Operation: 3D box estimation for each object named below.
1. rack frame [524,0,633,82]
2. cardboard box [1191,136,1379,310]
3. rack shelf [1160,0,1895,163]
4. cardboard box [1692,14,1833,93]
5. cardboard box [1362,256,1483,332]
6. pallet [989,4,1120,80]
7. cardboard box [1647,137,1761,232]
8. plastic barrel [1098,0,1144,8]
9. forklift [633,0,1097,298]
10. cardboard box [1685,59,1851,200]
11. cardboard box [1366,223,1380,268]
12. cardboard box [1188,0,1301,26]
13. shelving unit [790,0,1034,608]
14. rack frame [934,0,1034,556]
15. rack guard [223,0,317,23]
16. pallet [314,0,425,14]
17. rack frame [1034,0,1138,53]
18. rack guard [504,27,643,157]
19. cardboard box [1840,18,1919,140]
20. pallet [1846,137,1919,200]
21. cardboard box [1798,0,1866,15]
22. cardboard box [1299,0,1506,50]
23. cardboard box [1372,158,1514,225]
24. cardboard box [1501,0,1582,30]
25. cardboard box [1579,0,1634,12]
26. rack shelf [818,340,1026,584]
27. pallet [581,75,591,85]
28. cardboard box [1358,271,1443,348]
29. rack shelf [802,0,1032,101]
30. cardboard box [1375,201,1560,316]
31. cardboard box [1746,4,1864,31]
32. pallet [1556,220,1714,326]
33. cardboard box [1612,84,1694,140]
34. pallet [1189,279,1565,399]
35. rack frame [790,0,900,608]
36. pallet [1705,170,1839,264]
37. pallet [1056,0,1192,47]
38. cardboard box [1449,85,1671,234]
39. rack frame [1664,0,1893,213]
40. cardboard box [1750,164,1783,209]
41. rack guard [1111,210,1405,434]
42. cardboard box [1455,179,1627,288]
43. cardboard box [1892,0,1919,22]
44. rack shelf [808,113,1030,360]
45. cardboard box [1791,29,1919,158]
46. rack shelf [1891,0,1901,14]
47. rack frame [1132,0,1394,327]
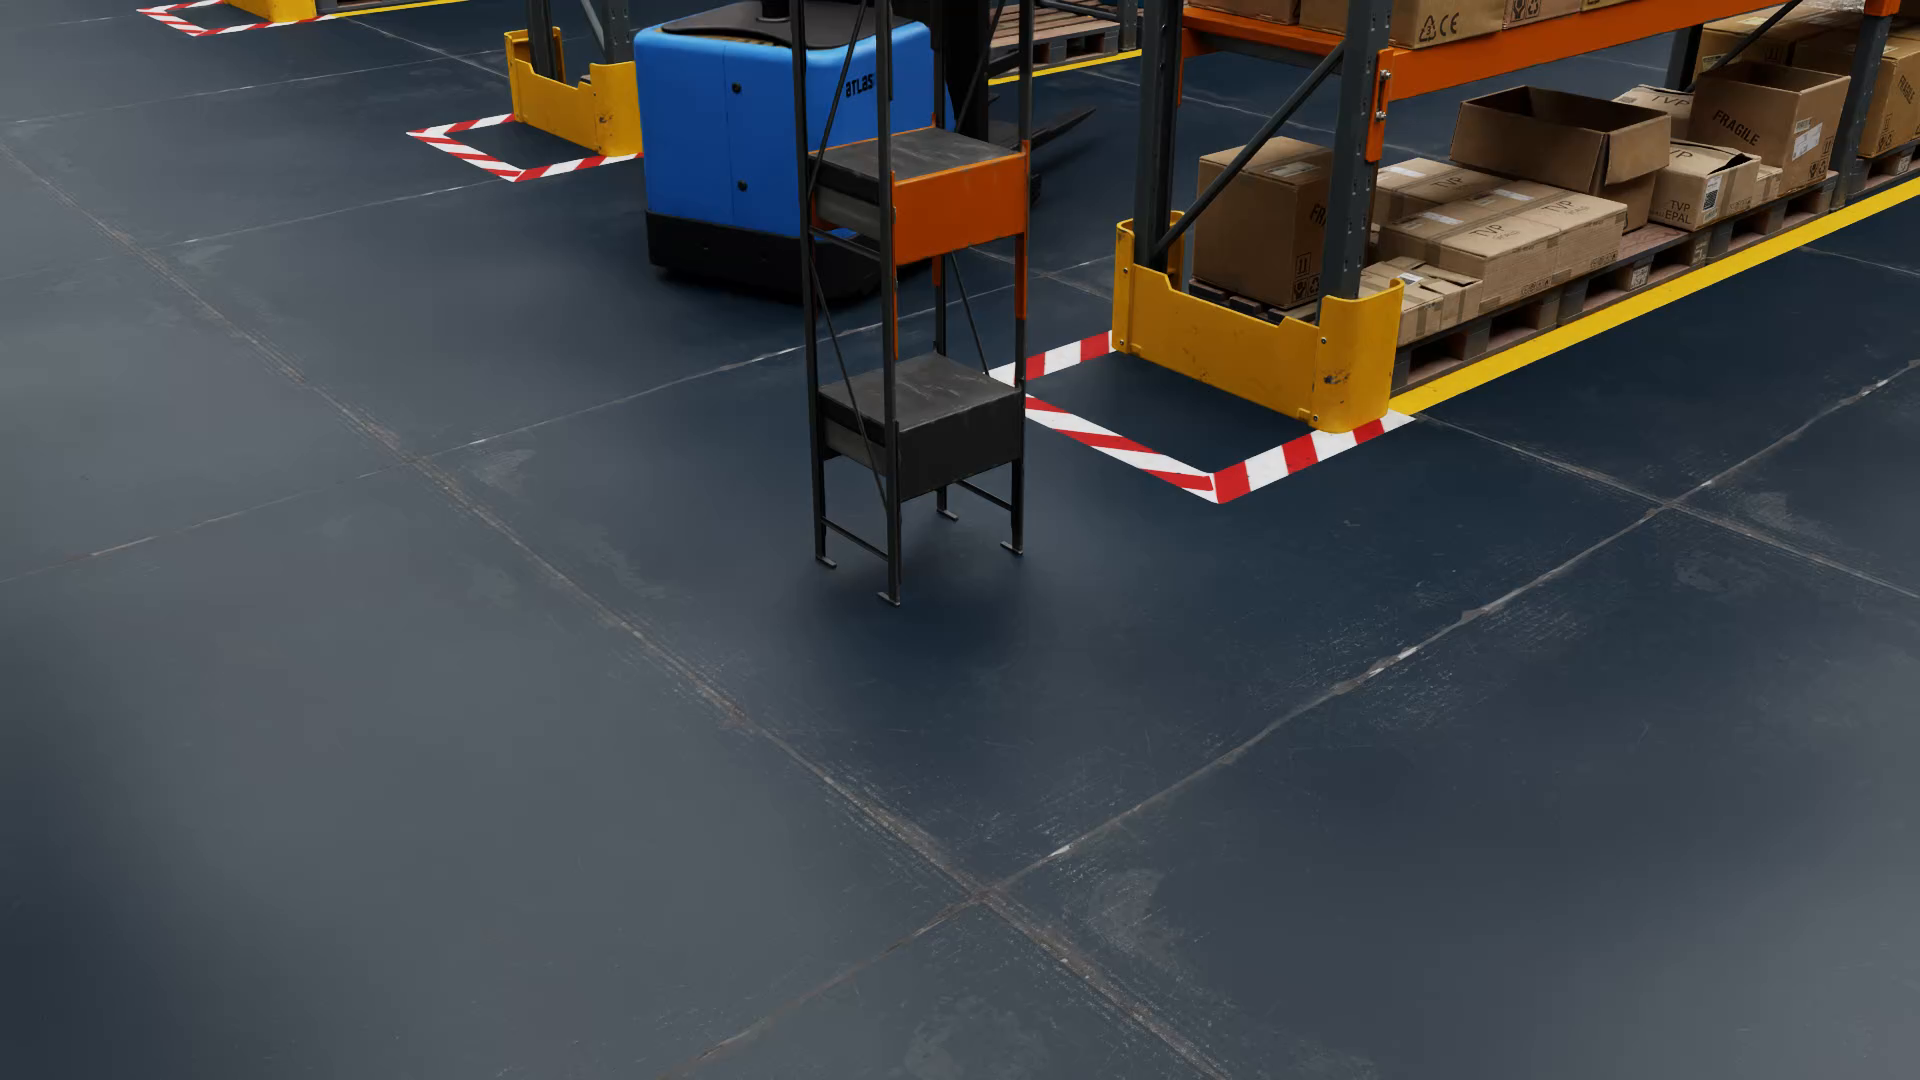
[{"bbox_3d":[-2.175,-3.707,9.005,0.127,3.000,1.000,-22,35,-35],"label":"rack frame"},{"bbox_3d":[1.291,-1.276,6.641,0.500,0.500,0.500,-22,35,-35],"label":"cardboard box"},{"bbox_3d":[2.558,-2.225,6.993,4.000,0.370,1.077,-22,35,-35],"label":"rack shelf"},{"bbox_3d":[4.269,-2.499,8.929,0.500,0.500,0.500,-22,35,-35],"label":"cardboard box"},{"bbox_3d":[1.769,-0.956,6.395,0.250,0.166,0.380,-22,35,-35],"label":"cardboard box"},{"bbox_3d":[0.334,-3.462,11.505,1.213,0.211,1.003,-22,35,-35],"label":"pallet"},{"bbox_3d":[3.260,-1.656,7.553,0.500,0.311,0.500,-22,35,-35],"label":"cardboard box"},{"bbox_3d":[1.293,-4.351,11.990,0.708,0.901,0.600,-22,35,-35],"label":"plastic barrel"},{"bbox_3d":[-0.245,-2.976,7.709,1.130,2.935,3.031,14,31,25],"label":"forklift"},{"bbox_3d":[3.831,-1.969,7.938,0.500,0.500,0.500,-22,35,-35],"label":"cardboard box"},{"bbox_3d":[1.657,-1.221,6.891,0.250,0.166,0.380,-22,35,-35],"label":"cardboard box"},{"bbox_3d":[1.201,-2.209,6.094,0.500,0.500,0.500,-21,34,-33],"label":"cardboard box"},{"bbox_3d":[-0.126,-0.875,4.660,0.503,2.100,0.431,-22,35,-35],"label":"shelving unit"},{"bbox_3d":[0.060,-0.950,4.800,0.015,2.100,0.400,-22,35,-35],"label":"rack frame"},{"bbox_3d":[-5.408,-4.373,12.903,0.348,0.500,1.175,-22,35,-35],"label":"rack guard"},{"bbox_3d":[-4.832,-4.526,13.495,1.213,0.211,1.003,-22,35,-35],"label":"pallet"},{"bbox_3d":[0.868,-4.931,11.294,0.127,3.000,1.000,-22,35,-35],"label":"rack frame"},{"bbox_3d":[-2.185,-2.593,9.571,0.348,0.500,1.175,-22,35,-35],"label":"rack guard"},{"bbox_3d":[5.005,-2.473,8.880,0.500,0.500,0.500,-21,35,-34],"label":"cardboard box"},{"bbox_3d":[4.674,-2.186,9.117,1.213,0.211,1.003,-22,35,-35],"label":"pallet"},{"bbox_3d":[5.033,-2.800,9.493,0.500,0.500,0.500,-21,35,-34],"label":"cardboard box"},{"bbox_3d":[1.546,-2.015,5.733,0.500,0.500,0.500,-21,35,-34],"label":"cardboard box"},{"bbox_3d":[2.033,-1.446,7.224,0.500,0.250,0.500,-22,35,-35],"label":"cardboard box"},{"bbox_3d":[1.935,-2.175,6.031,0.500,0.500,0.500,-22,35,-35],"label":"cardboard box"},{"bbox_3d":[2.318,-2.328,6.317,0.500,0.500,0.500,-22,35,-35],"label":"cardboard box"},{"bbox_3d":[-0.126,-0.246,4.997,0.480,0.518,0.431,-22,35,-35],"label":"rack shelf"},{"bbox_3d":[-1.523,-2.716,10.108,1.213,0.211,1.003,-22,35,-35],"label":"pallet"},{"bbox_3d":[1.579,-0.872,6.256,0.250,0.149,0.380,-22,35,-35],"label":"cardboard box"},{"bbox_3d":[-0.126,-1.481,4.337,0.480,0.518,0.431,-22,35,-35],"label":"rack shelf"},{"bbox_3d":[2.015,-1.129,6.631,0.500,0.250,0.500,-22,35,-35],"label":"cardboard box"},{"bbox_3d":[4.651,-2.647,9.206,0.500,0.500,0.500,-22,35,-35],"label":"cardboard box"},{"bbox_3d":[2.628,-1.339,7.532,1.213,0.211,1.003,-22,35,-35],"label":"pallet"},{"bbox_3d":[3.620,-2.111,8.404,0.500,0.311,0.500,-22,35,-35],"label":"cardboard box"},{"bbox_3d":[1.701,-0.968,6.837,1.213,0.211,1.003,-22,35,-35],"label":"pallet"},{"bbox_3d":[-0.312,-0.801,4.521,0.015,2.100,0.400,-22,35,-35],"label":"rack frame"},{"bbox_3d":[3.557,-1.714,8.234,1.213,0.211,1.003,-22,35,-35],"label":"pallet"},{"bbox_3d":[1.482,-3.922,12.365,1.213,0.211,1.003,-22,35,-35],"label":"pallet"},{"bbox_3d":[2.654,-1.670,7.375,0.637,0.503,0.797,-22,35,-35],"label":"cardboard box"},{"bbox_3d":[4.080,-3.154,7.969,0.127,3.000,1.000,-22,35,-35],"label":"rack frame"},{"bbox_3d":[3.584,-1.678,7.766,0.250,0.149,0.380,-22,35,-35],"label":"cardboard box"},{"bbox_3d":[1.095,-0.851,6.312,0.348,0.500,1.175,-22,35,-35],"label":"rack guard"},{"bbox_3d":[2.395,-1.282,6.917,0.500,0.250,0.500,-22,35,-35],"label":"cardboard box"},{"bbox_3d":[5.367,-2.943,8.963,0.500,0.250,0.500,-22,35,-35],"label":"cardboard box"},{"bbox_3d":[-0.126,-0.863,4.667,0.480,0.518,0.431,-22,35,-35],"label":"rack shelf"},{"bbox_3d":[4.606,-2.306,8.568,0.500,0.500,0.500,-24,36,-37],"label":"cardboard box"},{"bbox_3d":[5.601,-3.448,9.283,4.000,0.370,1.077,-22,35,-35],"label":"rack shelf"},{"bbox_3d":[1.037,-1.930,5.679,0.127,3.000,1.000,-22,35,-35],"label":"rack frame"}]
